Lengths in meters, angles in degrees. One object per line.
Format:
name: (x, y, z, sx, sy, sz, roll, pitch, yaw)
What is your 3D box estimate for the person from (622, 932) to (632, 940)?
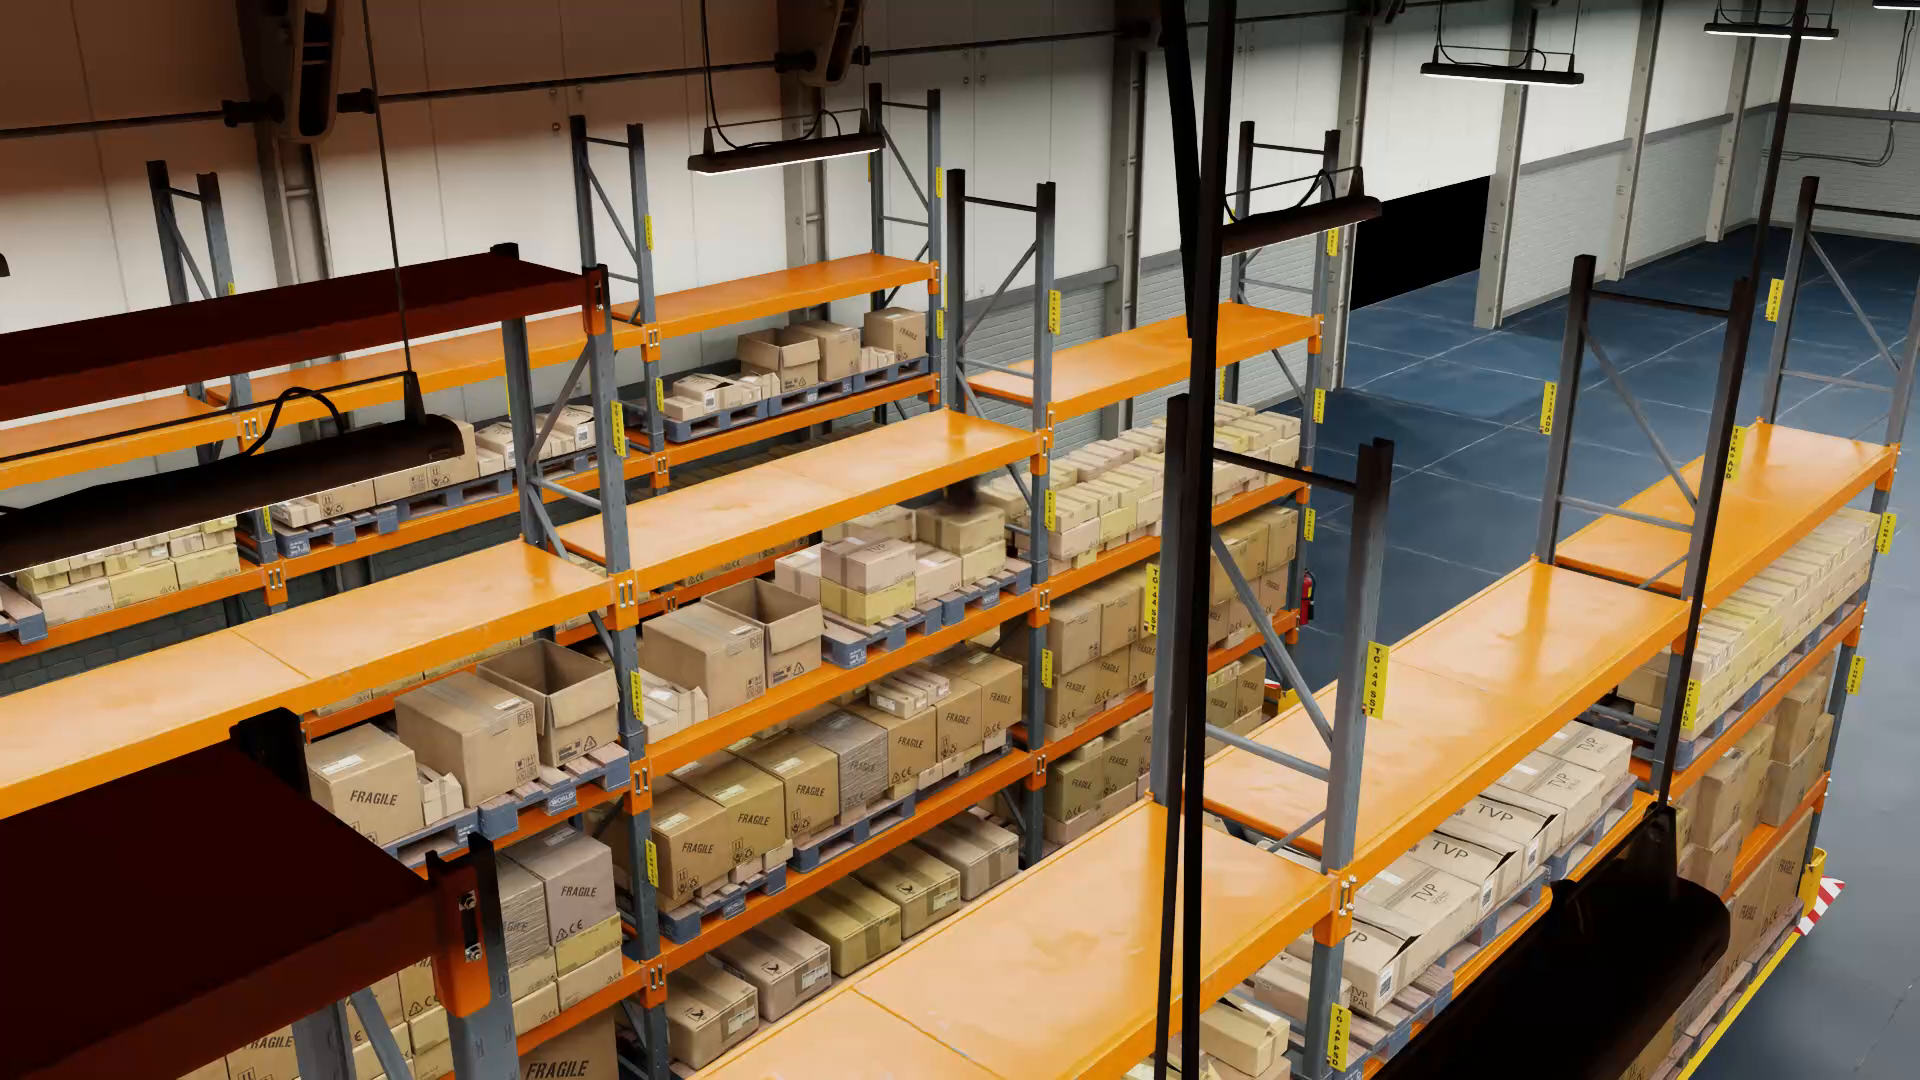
person: (-2.728, 2.378, 13.408, 0.545, 1.797, 0.404, -13, 25, -30)
